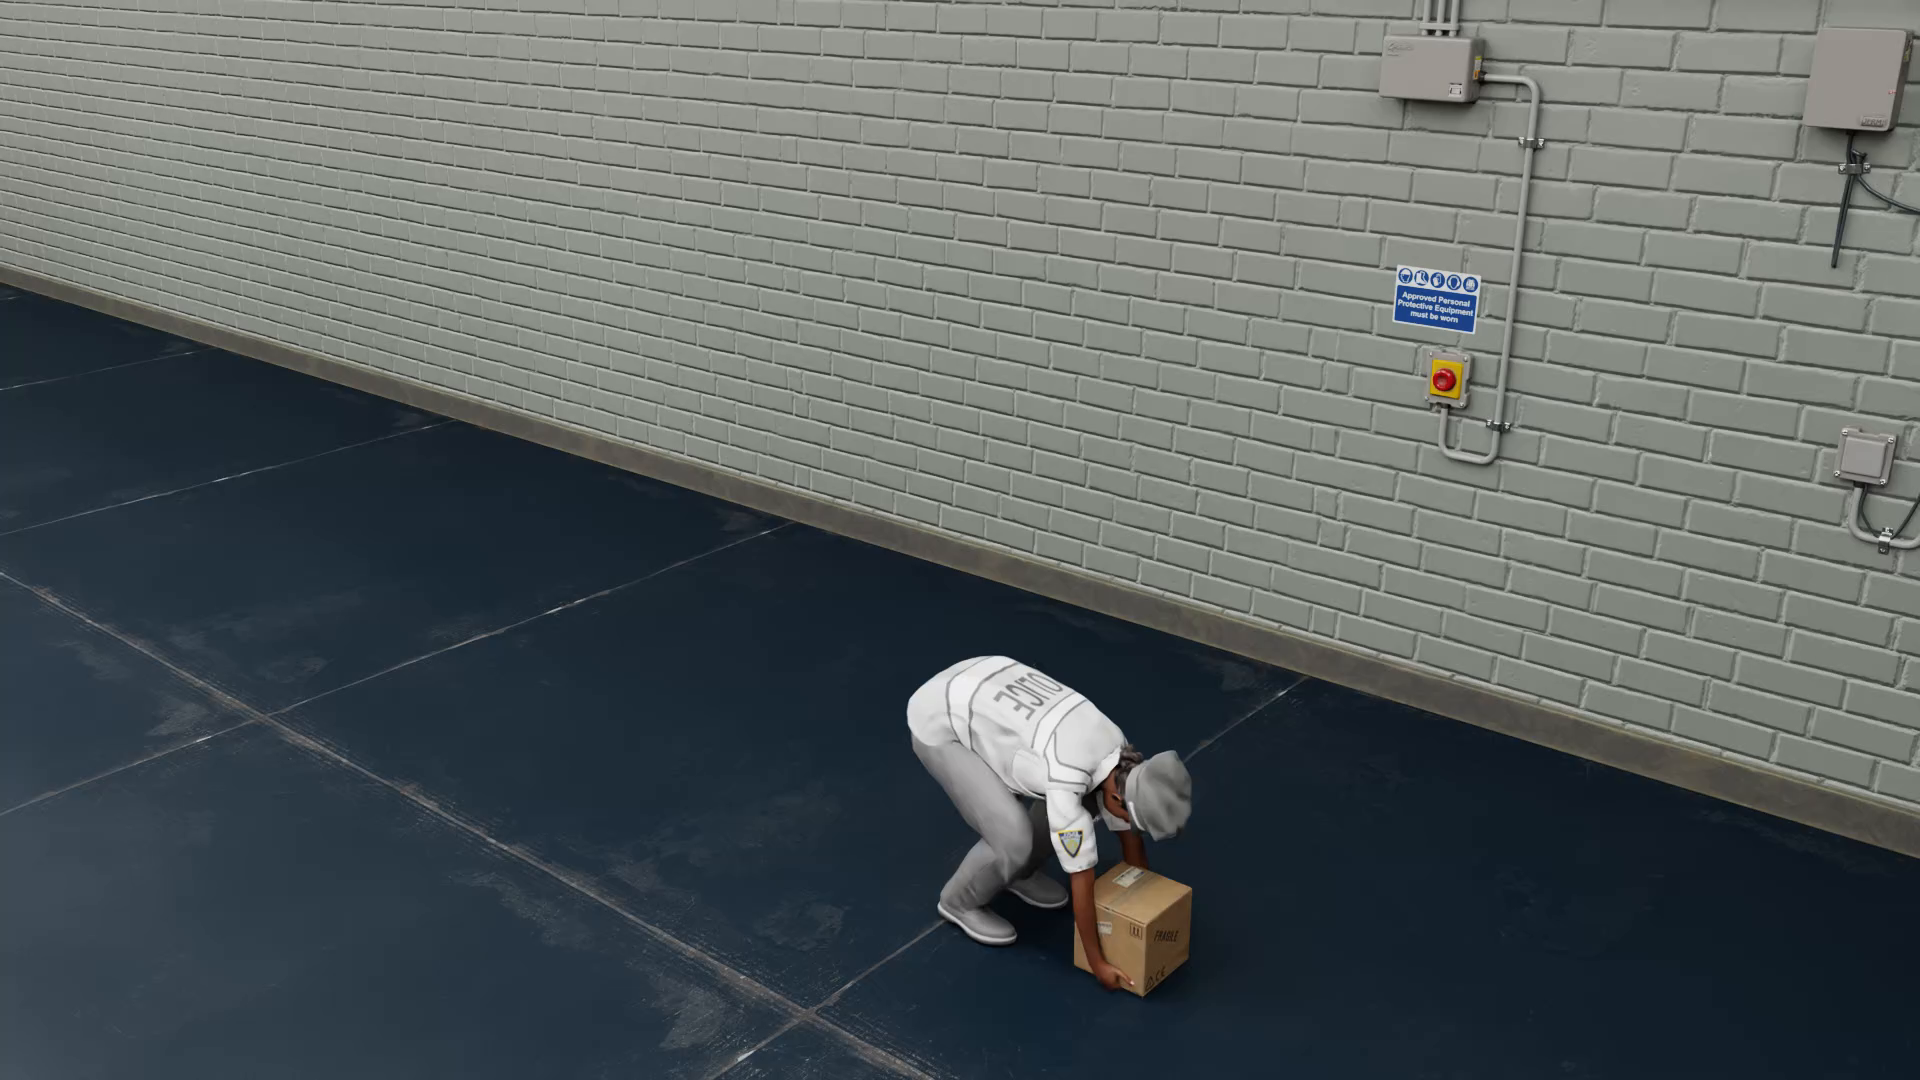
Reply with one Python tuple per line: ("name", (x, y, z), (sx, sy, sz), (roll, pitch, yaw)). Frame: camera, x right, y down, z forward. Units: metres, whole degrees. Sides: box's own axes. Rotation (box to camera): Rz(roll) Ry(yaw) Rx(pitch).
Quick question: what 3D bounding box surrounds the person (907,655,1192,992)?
("person", (0.266, 0.824, 5.052), (0.910, 0.850, 0.472), (15, 25, 34))
